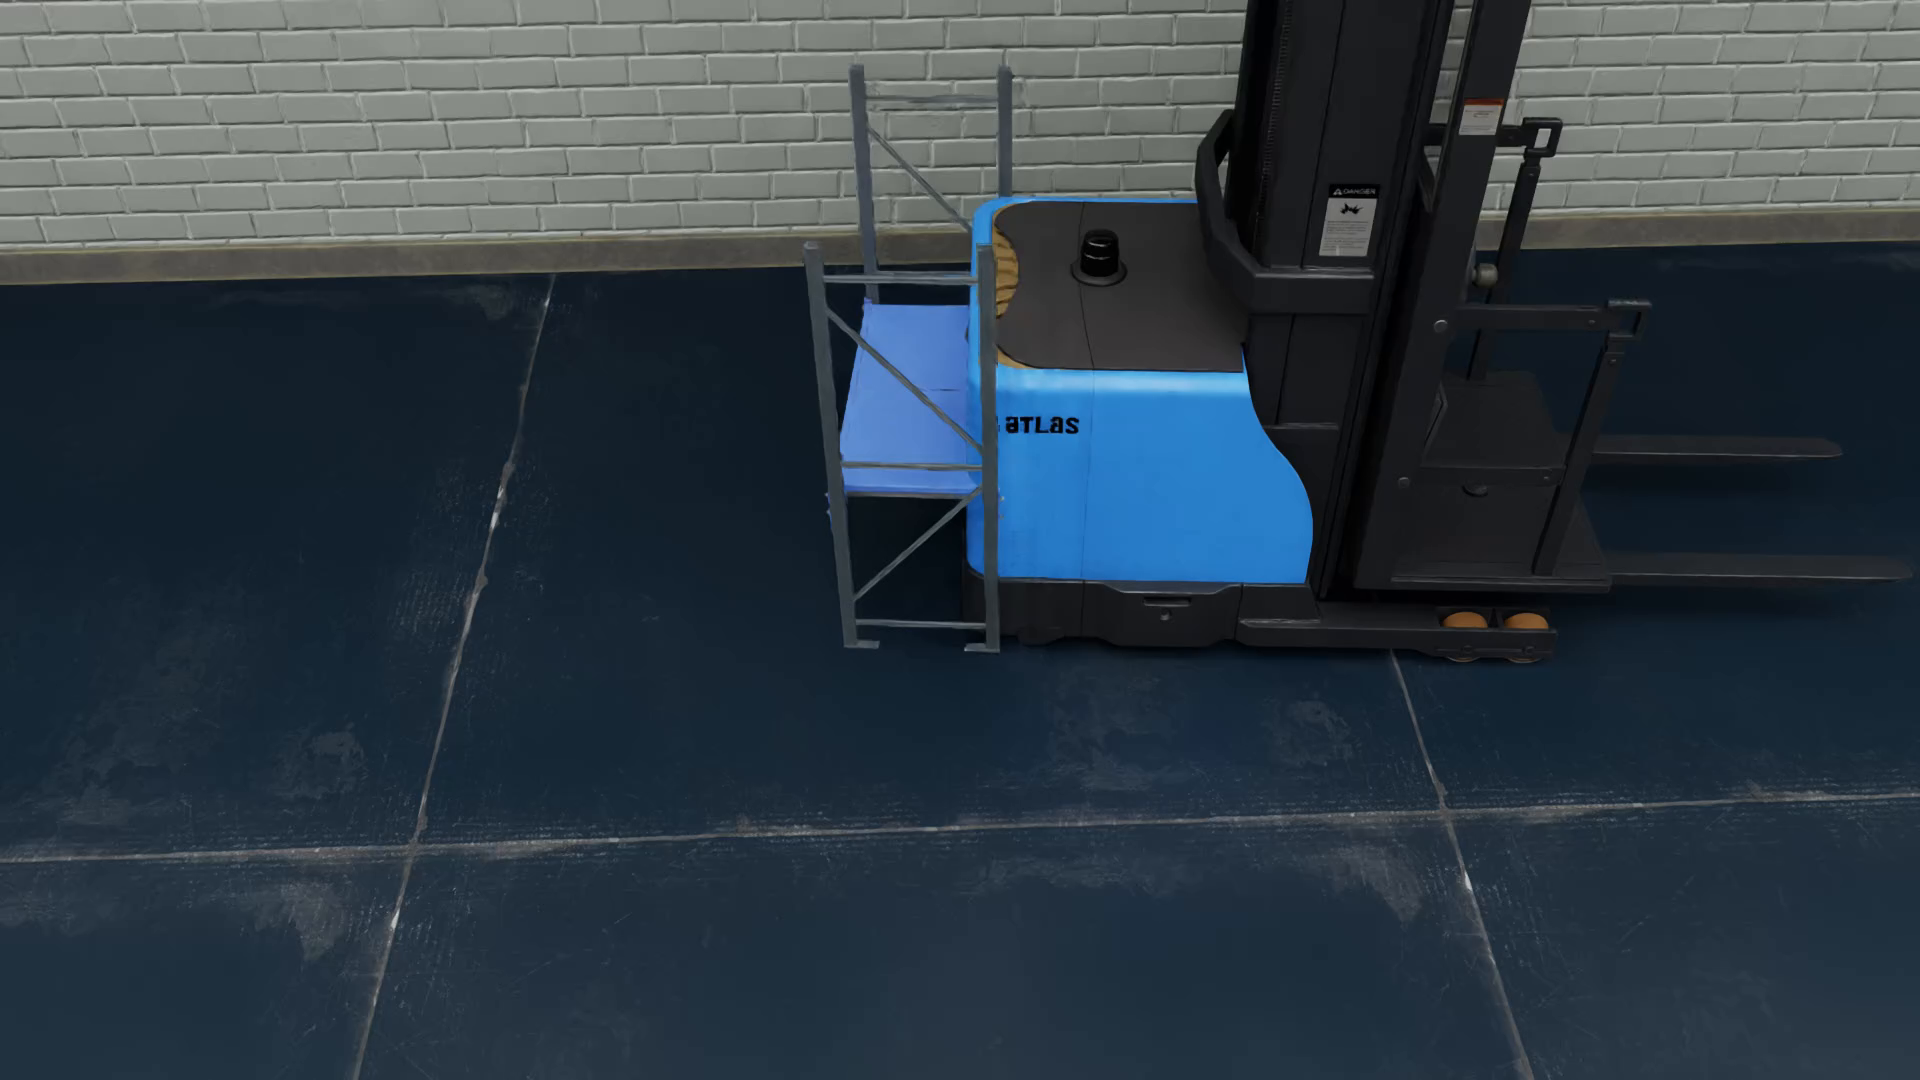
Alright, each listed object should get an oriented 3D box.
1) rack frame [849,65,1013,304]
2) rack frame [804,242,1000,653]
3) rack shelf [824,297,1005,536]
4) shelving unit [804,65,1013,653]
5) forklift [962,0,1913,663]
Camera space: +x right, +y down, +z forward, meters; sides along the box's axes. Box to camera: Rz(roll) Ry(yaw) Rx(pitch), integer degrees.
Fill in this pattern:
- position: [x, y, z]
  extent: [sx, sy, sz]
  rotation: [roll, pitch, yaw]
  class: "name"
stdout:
- position: [-0.072, -0.893, 5.607]
  extent: [0.500, 1.500, 0.032]
  rotation: [2, 42, 4]
  class: "rack frame"
- position: [-0.140, -0.212, 4.855]
  extent: [0.500, 1.500, 0.032]
  rotation: [2, 42, 4]
  class: "rack frame"
- position: [-0.102, -0.419, 5.352]
  extent: [0.538, 0.185, 1.000]
  rotation: [2, 42, 4]
  class: "rack shelf"
- position: [-0.106, -0.553, 5.231]
  extent: [0.538, 1.500, 1.048]
  rotation: [2, 42, 4]
  class: "shelving unit"
- position: [1.533, -1.053, 4.730]
  extent: [3.031, 2.935, 1.130]
  rotation: [1, 43, 1]
  class: "forklift"
